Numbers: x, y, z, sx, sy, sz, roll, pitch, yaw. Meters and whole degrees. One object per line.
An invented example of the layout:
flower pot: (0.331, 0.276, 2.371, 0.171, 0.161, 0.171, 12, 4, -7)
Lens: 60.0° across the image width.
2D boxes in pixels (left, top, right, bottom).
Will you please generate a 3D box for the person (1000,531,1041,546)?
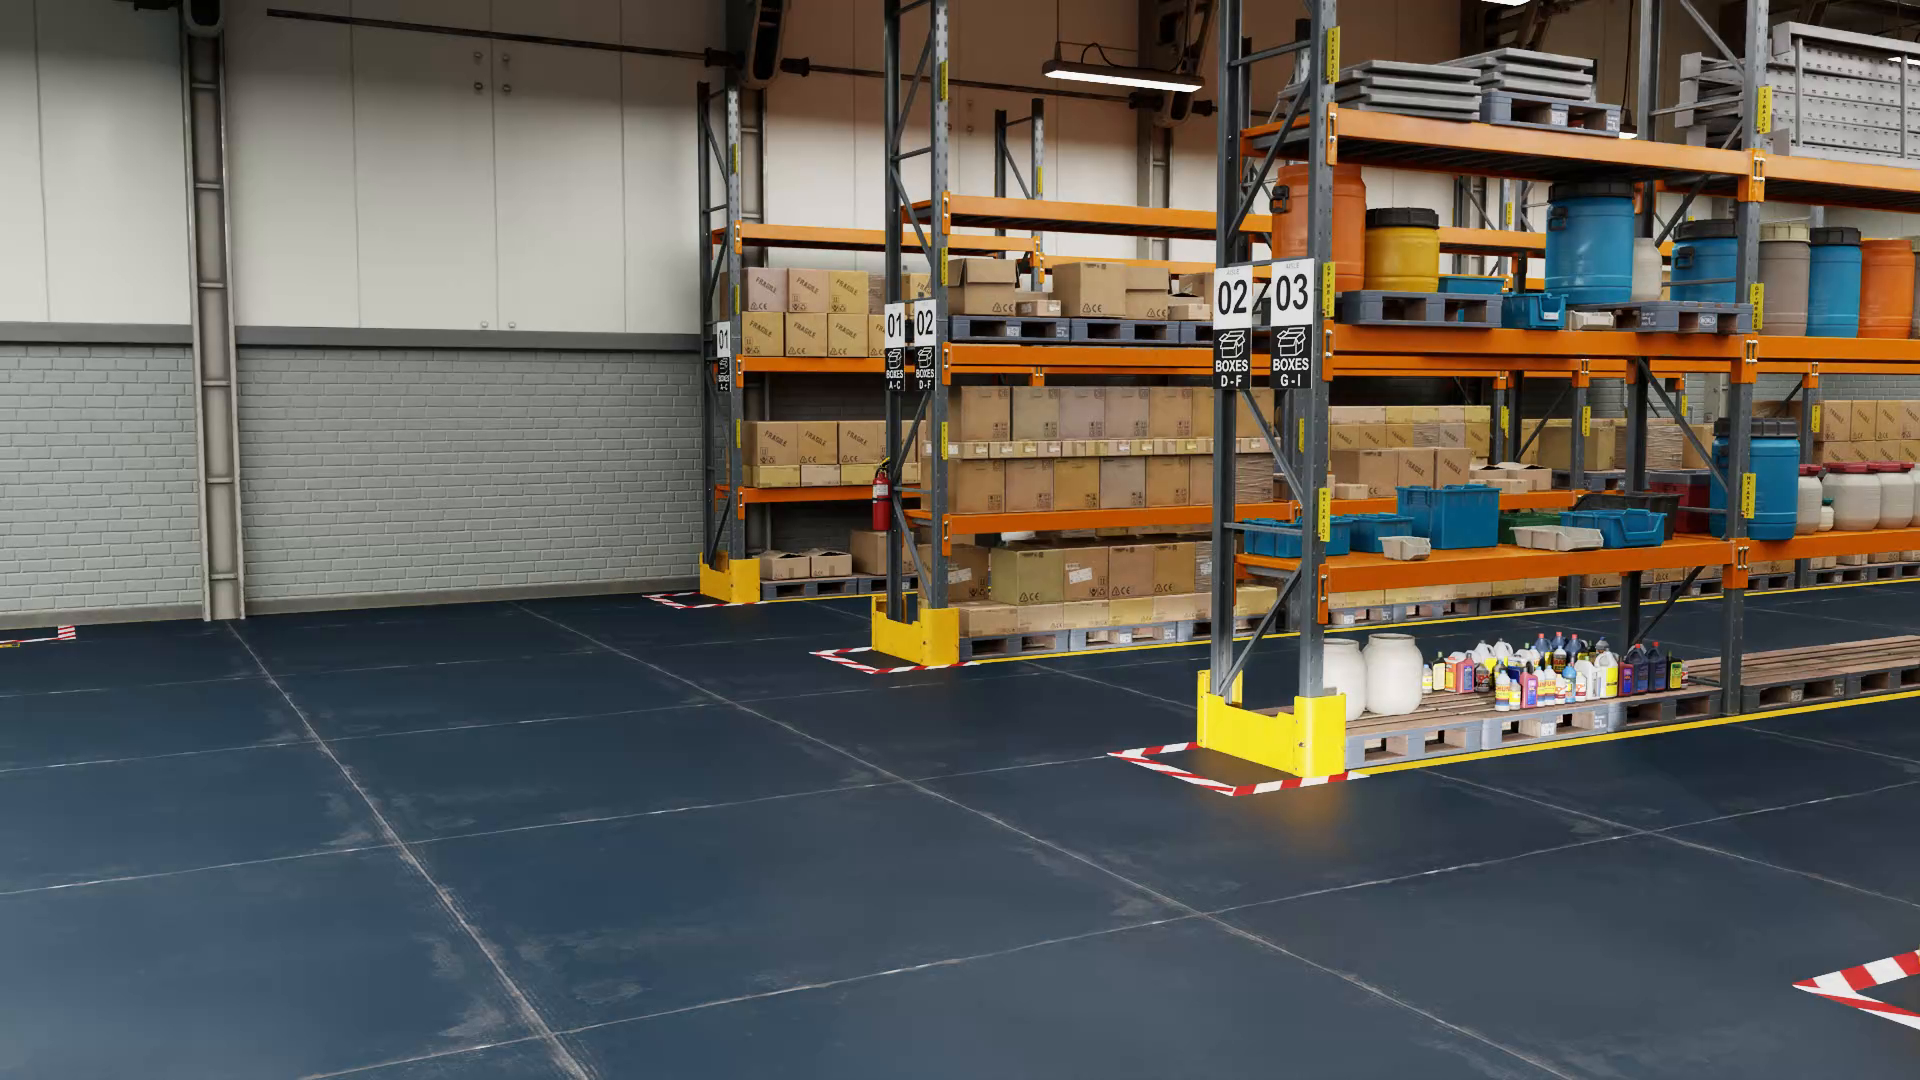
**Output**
person: (0.672, -0.025, 17.451, 0.463, 1.759, 0.624, -3, 6, -31)
